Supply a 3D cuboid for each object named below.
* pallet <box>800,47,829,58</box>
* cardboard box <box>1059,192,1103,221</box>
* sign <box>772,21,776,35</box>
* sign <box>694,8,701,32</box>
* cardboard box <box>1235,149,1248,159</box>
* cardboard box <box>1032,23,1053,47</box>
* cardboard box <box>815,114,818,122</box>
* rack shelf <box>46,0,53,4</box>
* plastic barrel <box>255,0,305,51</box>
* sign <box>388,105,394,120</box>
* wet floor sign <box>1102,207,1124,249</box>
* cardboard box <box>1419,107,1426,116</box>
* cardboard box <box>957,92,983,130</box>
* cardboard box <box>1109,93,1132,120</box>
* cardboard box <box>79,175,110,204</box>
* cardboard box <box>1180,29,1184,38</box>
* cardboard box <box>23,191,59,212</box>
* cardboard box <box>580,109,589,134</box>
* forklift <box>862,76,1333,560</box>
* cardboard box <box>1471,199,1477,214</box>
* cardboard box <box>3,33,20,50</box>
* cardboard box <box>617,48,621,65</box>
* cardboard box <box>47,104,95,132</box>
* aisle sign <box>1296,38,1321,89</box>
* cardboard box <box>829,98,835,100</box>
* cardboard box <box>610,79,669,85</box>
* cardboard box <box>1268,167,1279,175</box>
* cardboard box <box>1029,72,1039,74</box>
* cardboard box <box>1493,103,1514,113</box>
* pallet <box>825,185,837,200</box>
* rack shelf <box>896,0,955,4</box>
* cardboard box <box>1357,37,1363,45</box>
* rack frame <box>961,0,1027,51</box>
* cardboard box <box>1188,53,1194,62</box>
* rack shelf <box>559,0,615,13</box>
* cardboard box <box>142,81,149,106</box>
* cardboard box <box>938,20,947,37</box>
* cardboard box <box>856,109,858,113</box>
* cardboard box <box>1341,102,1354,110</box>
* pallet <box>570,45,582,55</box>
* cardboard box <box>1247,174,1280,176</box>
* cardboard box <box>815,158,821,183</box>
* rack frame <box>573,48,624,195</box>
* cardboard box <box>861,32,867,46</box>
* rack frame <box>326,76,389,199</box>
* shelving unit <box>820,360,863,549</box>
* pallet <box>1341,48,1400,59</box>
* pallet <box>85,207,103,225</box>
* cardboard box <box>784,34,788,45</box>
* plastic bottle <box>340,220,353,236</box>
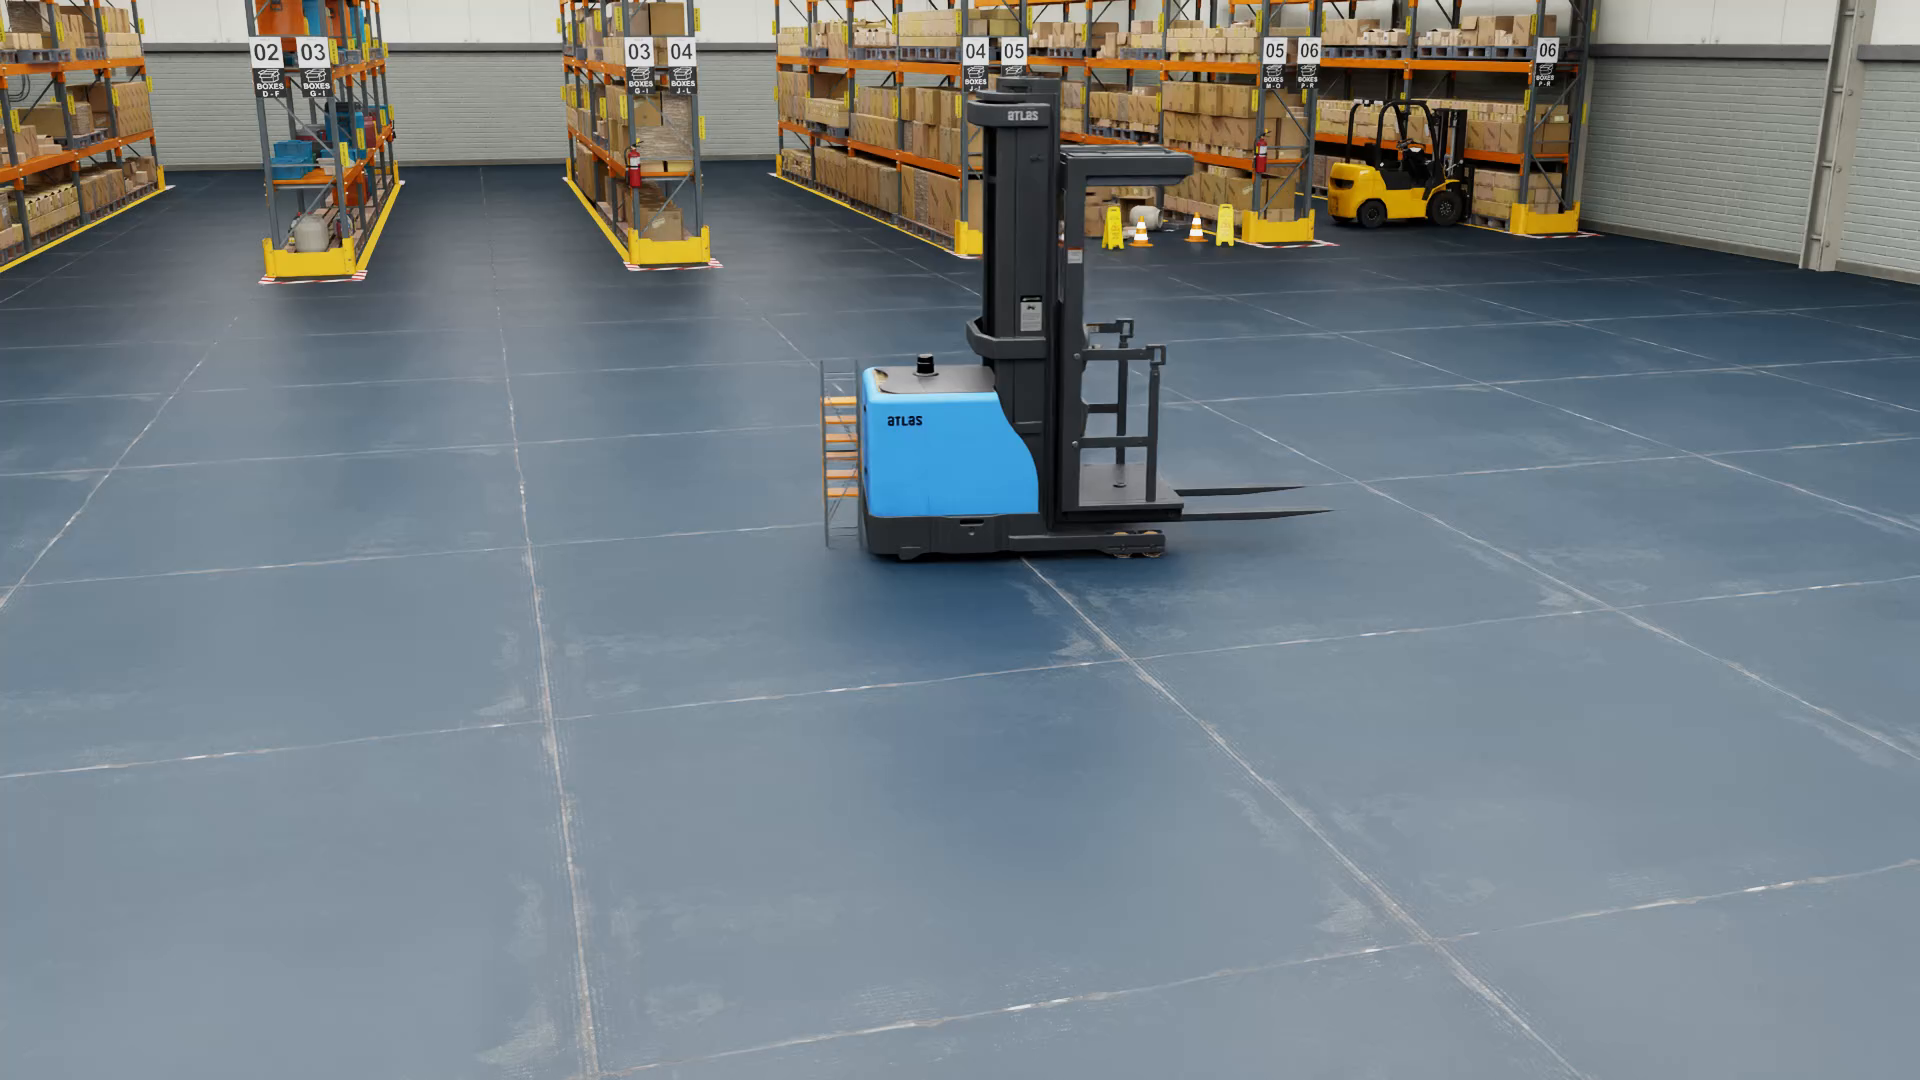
[{"bbox_3d":[-2.724,-10.402,35.481,1.213,0.211,1.003,-5,17,-15],"label":"pallet"},{"bbox_3d":[2.056,-5.748,28.977,0.797,0.637,0.503,-5,17,-15],"label":"cardboard box"},{"bbox_3d":[-4.412,-12.154,39.465,0.100,0.325,0.005,-5,17,-15],"label":"sign"},{"bbox_3d":[-3.769,-7.450,23.805,0.100,0.325,0.005,-5,17,-15],"label":"sign"},{"bbox_3d":[4.753,-6.362,27.356,0.380,0.149,0.250,-5,17,-16],"label":"cardboard box"},{"bbox_3d":[1.904,-11.073,36.484,0.500,0.500,0.500,-5,17,-16],"label":"cardboard box"},{"bbox_3d":[-2.840,-8.885,35.023,0.380,0.149,0.250,-5,18,-18],"label":"cardboard box"},{"bbox_3d":[-15.465,-8.766,26.438,1.077,0.370,4.000,-5,17,-15],"label":"rack shelf"},{"bbox_3d":[-9.308,-7.128,22.776,0.600,0.830,0.708,-5,17,-15],"label":"plastic barrel"},{"bbox_3d":[-12.925,-9.712,37.785,0.100,0.325,0.005,-5,17,-15],"label":"sign"},{"bbox_3d":[2.418,-4.937,26.265,0.267,0.644,0.232,-8,18,-25],"label":"wet floor sign"},{"bbox_3d":[8.818,-8.013,31.112,0.380,0.149,0.250,-4,17,-14],"label":"cardboard box"},{"bbox_3d":[0.442,-6.610,25.607,0.875,0.550,0.550,-5,17,-15],"label":"cardboard box"},{"bbox_3d":[3.243,-8.507,32.636,0.500,0.500,0.500,-4,17,-14],"label":"cardboard box"},{"bbox_3d":[-16.296,-6.572,31.196,0.500,0.500,0.500,-5,18,-17],"label":"cardboard box"},{"bbox_3d":[4.075,-8.883,29.148,0.380,0.149,0.250,-5,18,-17],"label":"cardboard box"},{"bbox_3d":[-15.213,-5.588,27.415,0.500,0.311,0.500,-4,17,-14],"label":"cardboard box"},{"bbox_3d":[-7.563,-8.633,34.303,0.500,0.500,0.500,-5,17,-15],"label":"cardboard box"},{"bbox_3d":[0.890,-1.437,10.640,3.031,2.935,1.130,-2,17,-6],"label":"forklift"},{"bbox_3d":[9.320,-5.995,29.746,0.500,0.250,0.500,-5,17,-15],"label":"cardboard box"},{"bbox_3d":[-15.382,-7.975,26.605,0.500,0.250,0.500,-6,18,-20],"label":"cardboard box"},{"bbox_3d":[-4.807,-7.167,24.645,0.500,0.250,0.500,-5,17,-15],"label":"cardboard box"},{"bbox_3d":[-16.569,-7.854,30.980,0.700,0.500,0.500,-10,19,-29],"label":"cardboard box"},{"bbox_3d":[5.553,-7.587,26.478,0.394,0.787,0.004,-5,17,-15],"label":"aisle sign"},{"bbox_3d":[-2.685,-9.582,36.947,0.500,0.500,0.500,-5,17,-16],"label":"cardboard box"},{"bbox_3d":[-5.473,-7.377,28.524,1.000,1.000,1.000,-5,17,-15],"label":"cardboard box"},{"bbox_3d":[7.214,-8.329,37.081,0.500,0.500,0.500,-4,17,-13],"label":"cardboard box"},{"bbox_3d":[1.582,-10.633,38.097,0.380,0.149,0.250,-4,17,-14],"label":"cardboard box"},{"bbox_3d":[9.516,-7.523,28.963,0.380,0.149,0.250,-5,17,-15],"label":"cardboard box"},{"bbox_3d":[-2.237,-7.346,35.041,1.003,0.211,1.213,-5,17,-15],"label":"pallet"},{"bbox_3d":[-0.043,-8.806,26.571,1.077,0.370,4.000,-5,17,-15],"label":"rack shelf"},{"bbox_3d":[8.104,-9.894,32.994,0.380,0.149,0.250,-5,17,-16],"label":"cardboard box"},{"bbox_3d":[0.506,-8.789,24.569,1.000,3.000,0.127,-5,17,-15],"label":"rack frame"},{"bbox_3d":[4.212,-8.443,29.068,0.380,0.149,0.250,-4,17,-14],"label":"cardboard box"},{"bbox_3d":[-8.138,-11.761,36.409,1.077,0.370,4.000,-5,17,-15],"label":"rack shelf"},{"bbox_3d":[-17.827,-9.620,35.853,0.500,0.500,0.500,-5,17,-16],"label":"cardboard box"},{"bbox_3d":[-0.033,-7.924,25.742,0.500,0.250,0.500,-5,17,-15],"label":"cardboard box"},{"bbox_3d":[-1.922,-8.789,34.185,0.380,0.149,0.250,-5,17,-15],"label":"cardboard box"},{"bbox_3d":[7.980,-8.832,33.840,0.380,0.149,0.250,-4,17,-14],"label":"cardboard box"},{"bbox_3d":[-7.803,-10.492,35.607,1.003,0.211,1.213,-5,17,-15],"label":"pallet"},{"bbox_3d":[5.127,-5.974,28.372,0.500,0.500,0.500,-5,18,-17],"label":"cardboard box"},{"bbox_3d":[-2.843,-8.014,36.031,0.500,0.500,0.500,-4,17,-13],"label":"cardboard box"},{"bbox_3d":[-7.588,-8.871,35.269,1.000,3.000,0.127,-5,17,-15],"label":"rack frame"},{"bbox_3d":[-1.567,-9.386,31.128,0.500,0.250,0.500,-4,17,-14],"label":"cardboard box"},{"bbox_3d":[-12.350,-8.479,33.966,1.000,3.000,0.127,-5,17,-15],"label":"rack frame"},{"bbox_3d":[-0.761,-0.546,10.682,0.258,1.200,0.189,-2,17,-5],"label":"shelving unit"},{"bbox_3d":[8.394,-9.798,33.469,1.003,0.211,1.213,-4,17,-13],"label":"pallet"},{"bbox_3d":[-16.184,-5.856,30.081,1.003,0.211,1.213,-5,17,-15],"label":"pallet"},{"bbox_3d":[-3.748,-11.519,38.262,0.500,0.250,0.500,-4,17,-15],"label":"cardboard box"},{"bbox_3d":[-9.515,-4.830,25.786,0.152,0.276,0.135,-4,17,-14],"label":"plastic bottle"}]
